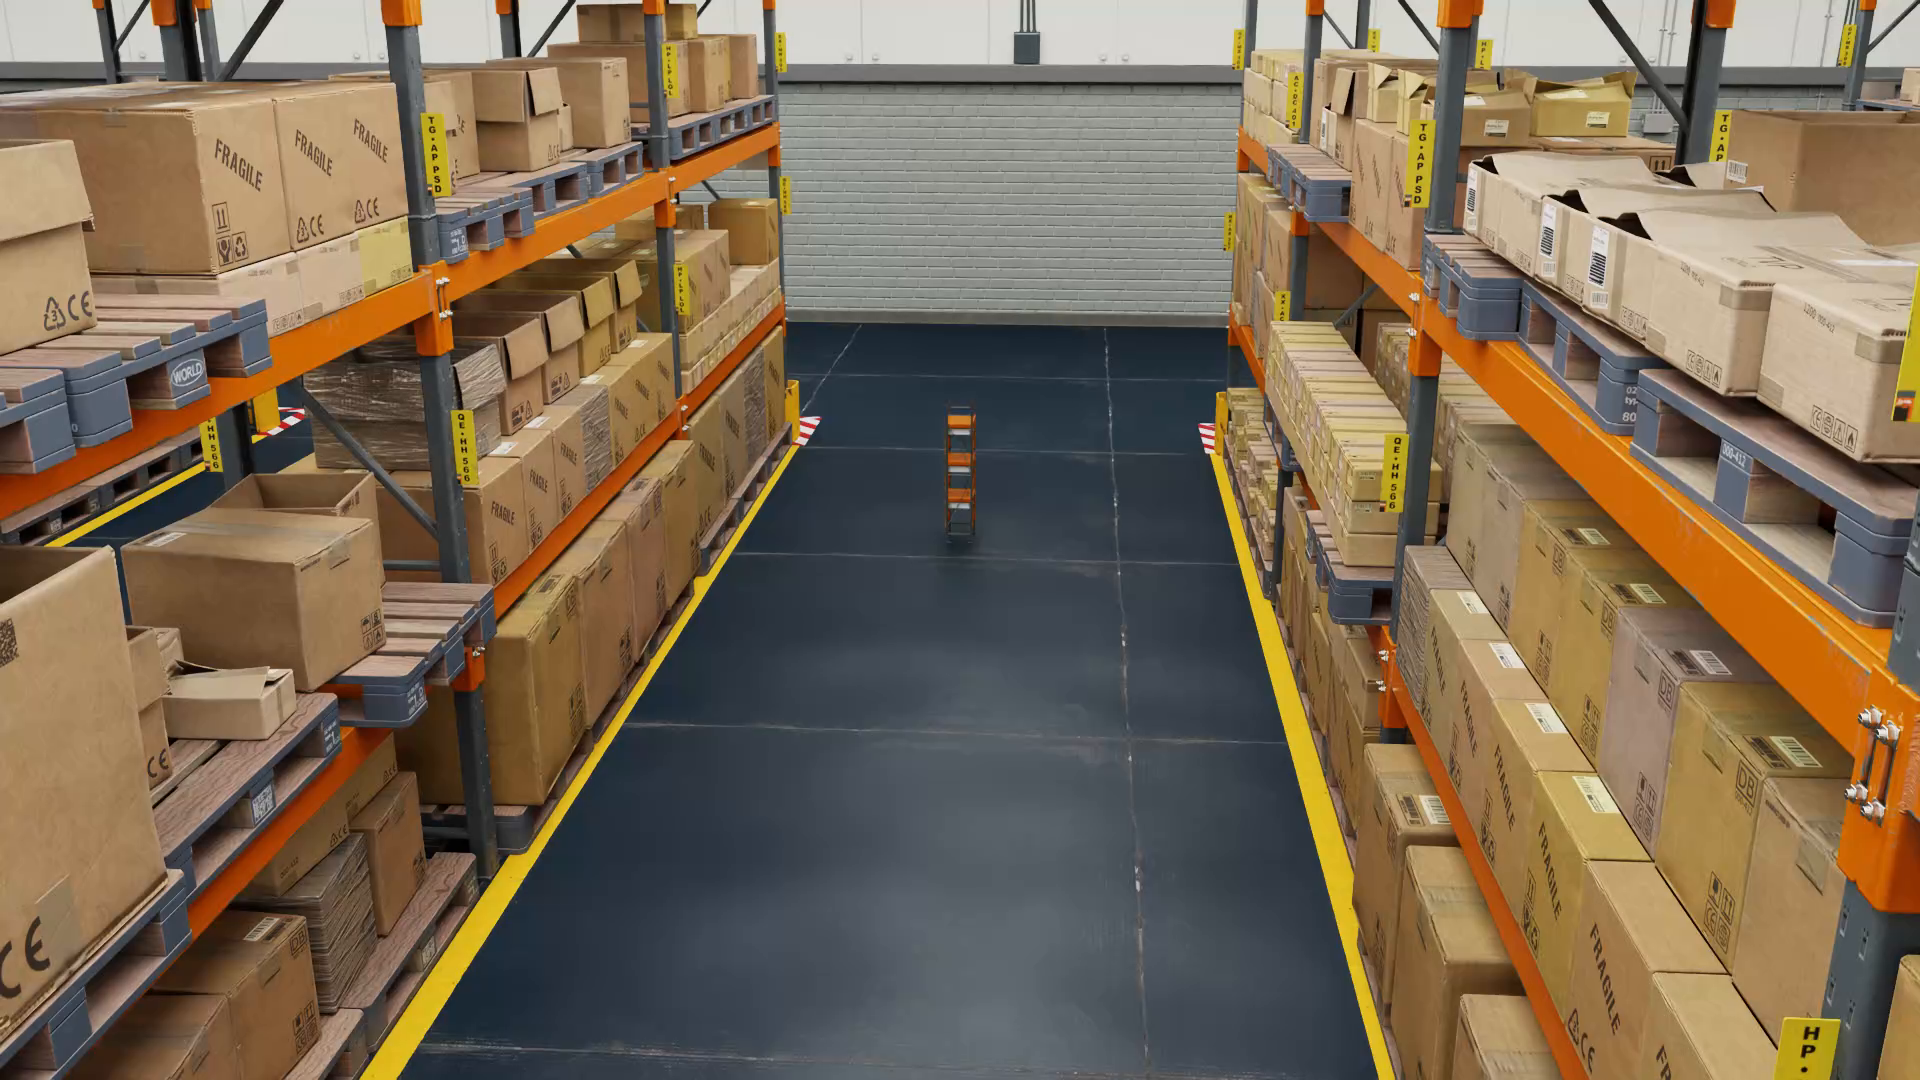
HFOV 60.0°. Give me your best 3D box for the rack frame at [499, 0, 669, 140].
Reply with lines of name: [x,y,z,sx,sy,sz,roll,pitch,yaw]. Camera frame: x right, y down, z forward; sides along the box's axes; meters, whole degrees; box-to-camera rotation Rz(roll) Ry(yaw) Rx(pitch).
rack frame: [-2.361,-3.981,10.120,1.000,3.000,0.127,1,18,4]

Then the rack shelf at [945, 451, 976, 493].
rack shelf: [0.004,-0.505,12.314,0.215,0.259,0.240,1,18,4]

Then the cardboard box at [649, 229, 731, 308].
cardboard box: [-1.996,-2.014,12.311,0.500,0.500,0.500,1,18,2]

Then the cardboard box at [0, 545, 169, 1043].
cardboard box: [-2.738,0.626,4.056,1.000,1.000,1.000,1,18,4]

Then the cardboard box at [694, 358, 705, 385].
cardboard box: [-1.990,-1.177,11.600,0.380,0.149,0.250,1,18,2]

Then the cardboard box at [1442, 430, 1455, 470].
cardboard box: [2.596,-0.436,8.187,0.380,0.149,0.250,1,18,4]

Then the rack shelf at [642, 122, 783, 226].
rack shelf: [-2.218,-2.835,12.595,1.077,0.370,4.000,1,18,4]

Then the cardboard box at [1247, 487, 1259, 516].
cardboard box: [2.341,-0.284,12.375,0.380,0.149,0.250,1,18,4]

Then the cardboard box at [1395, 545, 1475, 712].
cardboard box: [1.990,0.340,6.407,0.500,0.500,0.500,1,18,5]

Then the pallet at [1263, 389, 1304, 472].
pallet: [2.379,-0.663,9.936,1.003,0.211,1.213,1,18,4]

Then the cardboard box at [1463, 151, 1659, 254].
cardboard box: [2.020,-1.156,5.624,0.500,0.311,0.500,1,18,4]

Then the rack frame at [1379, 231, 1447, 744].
rack frame: [2.292,0.254,6.829,1.000,3.000,0.127,1,18,4]

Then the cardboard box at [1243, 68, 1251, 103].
cardboard box: [2.574,-3.688,13.483,0.500,0.250,0.500,2,18,5]

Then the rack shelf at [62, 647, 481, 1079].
rack shelf: [-2.792,1.075,5.479,1.077,0.370,4.000,1,18,4]

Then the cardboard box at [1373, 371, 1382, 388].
cardboard box: [2.747,-0.940,10.204,0.380,0.149,0.250,1,18,3]

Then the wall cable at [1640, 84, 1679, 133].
wall cable: [8.191,-4.401,19.354,0.585,1.953,0.123,1,18,4]

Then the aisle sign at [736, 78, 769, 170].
aisle sign: [-1.770,-3.623,14.489,0.394,0.787,0.004,1,18,4]

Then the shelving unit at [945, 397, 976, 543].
shelving unit: [0.004,-0.516,12.310,0.215,1.050,0.252,1,18,4]

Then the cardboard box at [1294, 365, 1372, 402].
cardboard box: [2.000,-0.837,8.934,0.380,0.149,0.250,2,18,6]

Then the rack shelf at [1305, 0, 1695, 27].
rack shelf: [2.435,-2.686,7.965,1.077,0.370,4.000,1,18,4]

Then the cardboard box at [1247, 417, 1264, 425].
cardboard box: [2.479,-0.874,13.222,0.380,0.149,0.250,2,18,6]

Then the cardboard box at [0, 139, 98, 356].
cardboard box: [-2.736,-0.756,4.255,0.797,0.503,0.637,2,18,6]

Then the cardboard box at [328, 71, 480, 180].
cardboard box: [-2.702,-2.021,8.122,0.500,0.500,0.500,2,18,7]

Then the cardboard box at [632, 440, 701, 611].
cardboard box: [-2.387,-0.121,10.712,1.225,0.875,0.875,1,18,4]

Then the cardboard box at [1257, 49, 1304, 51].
cardboard box: [2.615,-3.916,13.537,0.380,0.149,0.250,1,18,3]

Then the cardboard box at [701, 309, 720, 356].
cardboard box: [-2.026,-1.494,11.930,0.500,0.250,0.500,1,18,4]

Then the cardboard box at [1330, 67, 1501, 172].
cardboard box: [2.337,-2.185,8.617,0.797,0.503,0.637,1,18,3]

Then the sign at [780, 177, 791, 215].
sign: [-1.534,-3.019,14.578,0.100,0.325,0.005,1,18,4]

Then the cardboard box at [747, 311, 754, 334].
cardboard box: [-1.862,-1.737,13.311,0.380,0.149,0.250,1,18,4]

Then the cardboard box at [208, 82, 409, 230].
cardboard box: [-2.433,-1.444,6.233,0.500,0.500,0.500,2,18,5]

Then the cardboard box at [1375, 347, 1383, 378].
cardboard box: [2.747,-1.081,10.157,0.380,0.149,0.250,2,18,6]

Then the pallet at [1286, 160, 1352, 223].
pallet: [2.357,-1.813,8.622,1.213,0.211,1.003,1,18,4]

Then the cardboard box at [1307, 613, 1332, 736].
cardboard box: [2.141,0.707,8.789,0.500,0.500,0.500,0,18,1]

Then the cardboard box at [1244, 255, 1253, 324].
cardboard box: [2.497,-1.967,12.971,0.500,0.500,0.500,2,18,5]

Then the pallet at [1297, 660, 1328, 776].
pallet: [2.439,0.959,9.157,1.003,0.211,1.213,1,18,4]

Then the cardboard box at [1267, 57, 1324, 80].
cardboard box: [2.393,-3.354,11.821,0.380,0.149,0.250,1,18,3]

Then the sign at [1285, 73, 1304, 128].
sign: [2.037,-2.669,10.103,0.100,0.325,0.005,1,18,4]

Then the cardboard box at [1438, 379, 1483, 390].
cardboard box: [2.632,-0.733,8.617,0.380,0.149,0.250,1,18,3]

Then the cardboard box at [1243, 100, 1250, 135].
cardboard box: [2.578,-3.451,13.560,0.500,0.250,0.500,2,18,6]

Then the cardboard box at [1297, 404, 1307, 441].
cardboard box: [1.981,-0.612,8.723,0.380,0.149,0.250,1,18,3]

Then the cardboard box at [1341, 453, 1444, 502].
cardboard box: [1.870,-0.271,7.206,0.380,0.149,0.250,1,18,2]

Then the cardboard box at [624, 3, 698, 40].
cardboard box: [-2.230,-3.822,12.251,0.500,0.250,0.500,1,18,2]

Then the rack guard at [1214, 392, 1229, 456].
rack guard: [2.860,-1.019,14.729,1.175,0.500,0.348,1,18,4]

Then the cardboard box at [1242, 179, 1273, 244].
cardboard box: [2.538,-2.604,13.308,0.500,0.500,0.500,2,18,6]

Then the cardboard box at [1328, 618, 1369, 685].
cardboard box: [2.105,0.511,8.182,0.500,0.250,0.500,2,18,5]

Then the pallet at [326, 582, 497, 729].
pallet: [-2.593,0.427,6.610,1.213,0.211,1.003,1,18,4]

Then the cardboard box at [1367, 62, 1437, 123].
cardboard box: [2.133,-2.114,7.849,0.396,0.266,0.258,1,18,4]

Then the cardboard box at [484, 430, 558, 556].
cardboard box: [-2.307,-0.240,8.178,0.500,0.500,0.500,1,18,2]

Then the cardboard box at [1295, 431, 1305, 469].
cardboard box: [1.982,-0.472,8.776,0.380,0.149,0.250,0,18,1]

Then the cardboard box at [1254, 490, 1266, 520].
cardboard box: [2.293,-0.247,11.786,0.380,0.149,0.250,1,18,2]

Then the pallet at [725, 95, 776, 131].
pallet: [-2.117,-3.525,13.688,1.003,0.211,1.213,1,18,4]

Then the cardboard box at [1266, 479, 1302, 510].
cardboard box: [2.323,-0.312,11.506,0.380,0.149,0.250,2,18,5]

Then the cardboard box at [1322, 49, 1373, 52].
cardboard box: [3.134,-3.902,13.493,0.380,0.149,0.250,1,18,3]

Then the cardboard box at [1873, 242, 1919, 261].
cardboard box: [2.350,-0.688,4.270,0.396,0.266,0.258,1,18,4]

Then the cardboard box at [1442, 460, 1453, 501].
cardboard box: [2.598,-0.294,8.232,0.380,0.149,0.250,2,18,6]

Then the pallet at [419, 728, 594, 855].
pallet: [-2.517,1.194,8.439,1.003,0.211,1.213,1,18,4]

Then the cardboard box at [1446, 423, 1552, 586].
cardboard box: [2.250,-0.129,6.233,0.700,0.500,0.500,1,18,4]
